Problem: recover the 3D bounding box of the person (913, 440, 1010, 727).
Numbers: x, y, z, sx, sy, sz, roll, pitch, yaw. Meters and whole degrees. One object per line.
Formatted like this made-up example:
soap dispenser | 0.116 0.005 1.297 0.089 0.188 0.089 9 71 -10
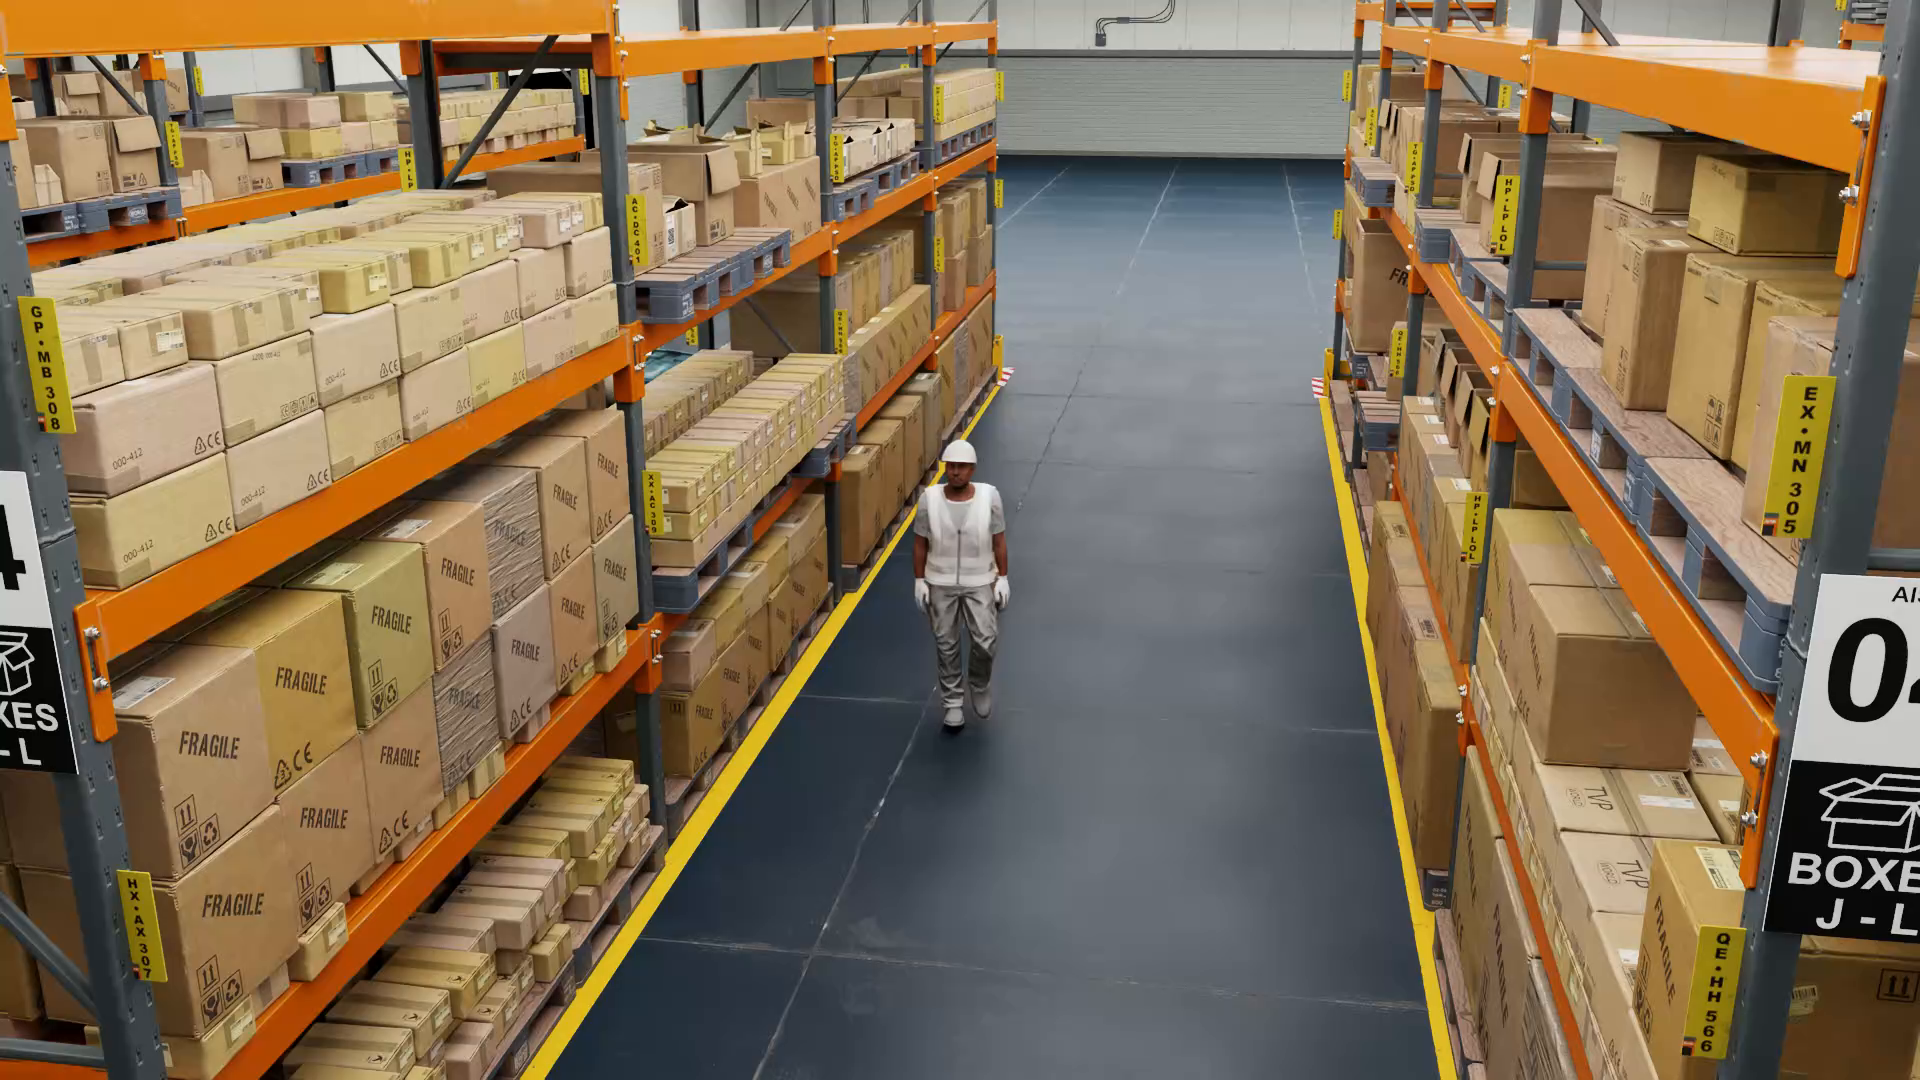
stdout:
person | 0.006 0.276 10.053 0.589 1.783 0.459 1 18 3
